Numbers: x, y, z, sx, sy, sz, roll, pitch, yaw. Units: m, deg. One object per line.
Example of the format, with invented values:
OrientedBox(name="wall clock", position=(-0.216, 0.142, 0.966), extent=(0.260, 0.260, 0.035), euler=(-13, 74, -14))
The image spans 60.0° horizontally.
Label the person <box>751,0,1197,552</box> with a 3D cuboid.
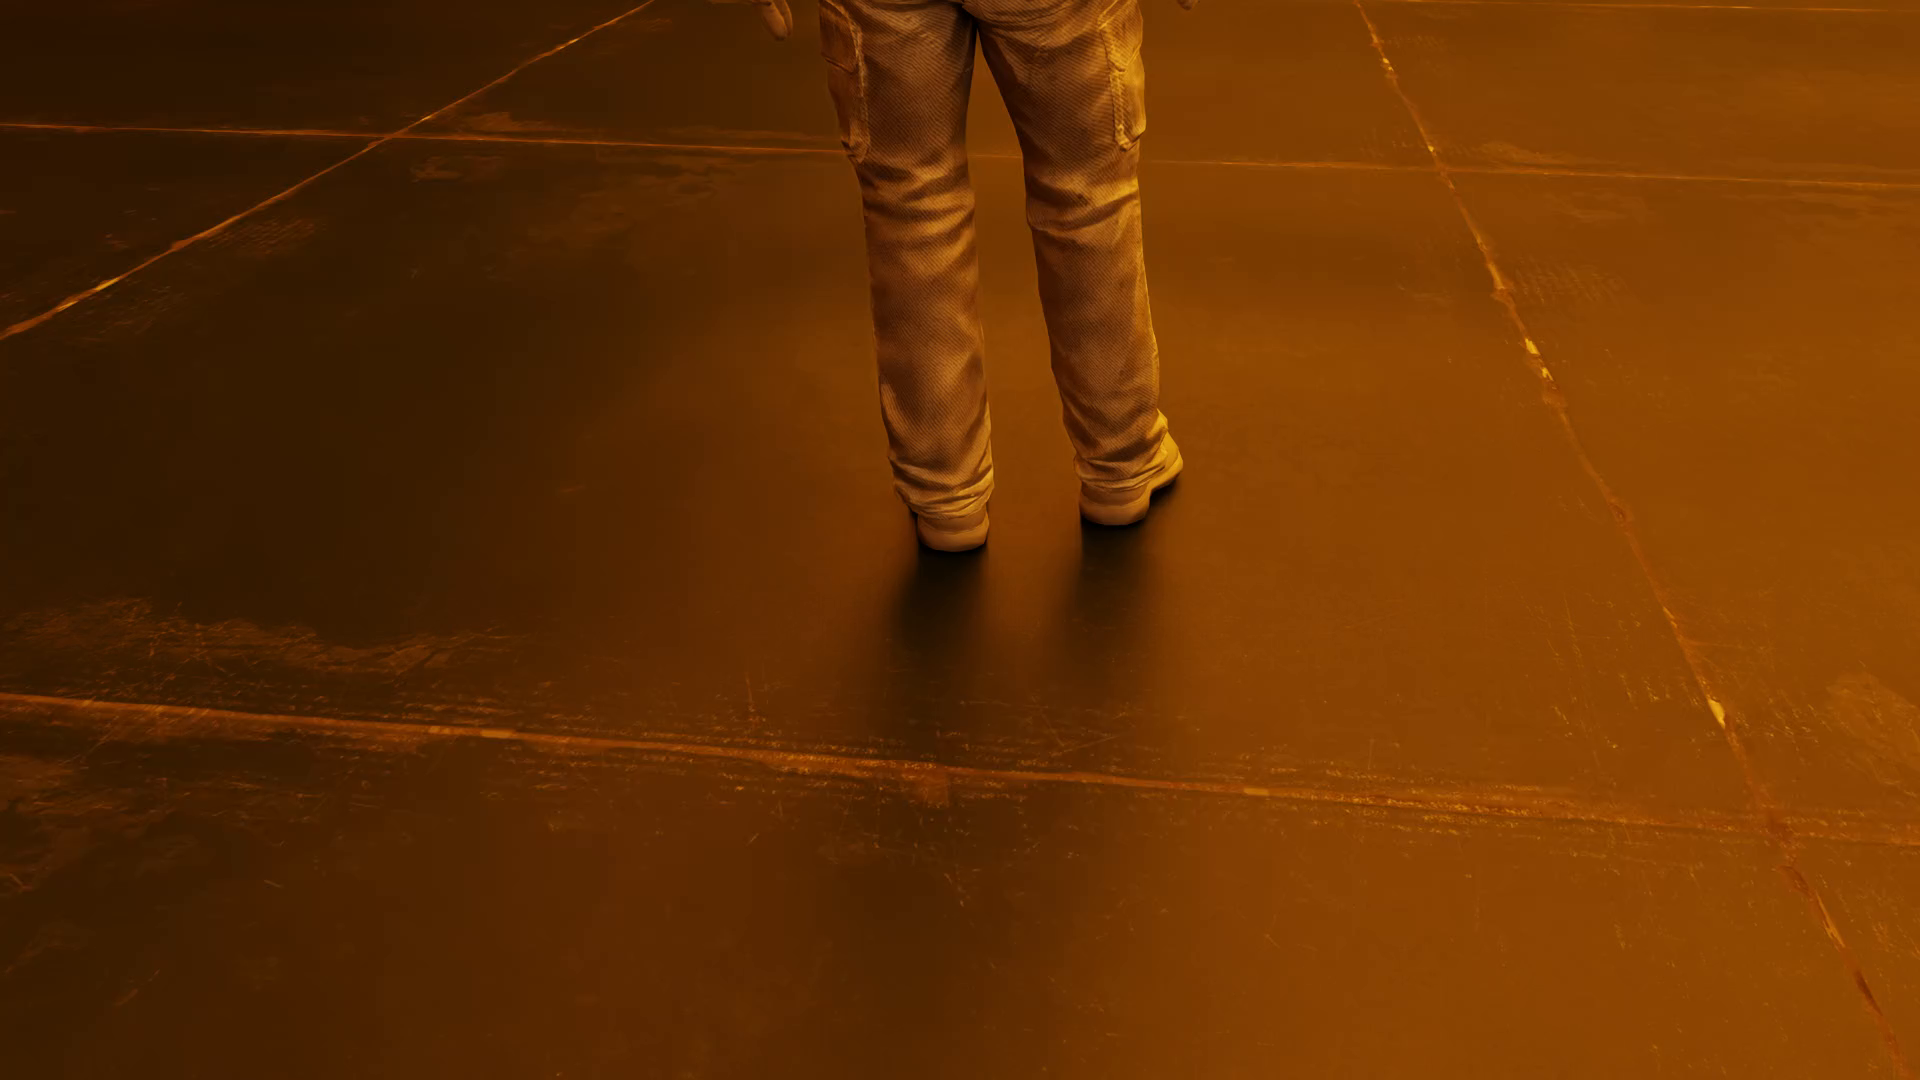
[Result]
OrientedBox(name="person", position=(0.019, -0.836, 2.161), extent=(0.656, 1.782, 0.577), euler=(3, 27, 7))
